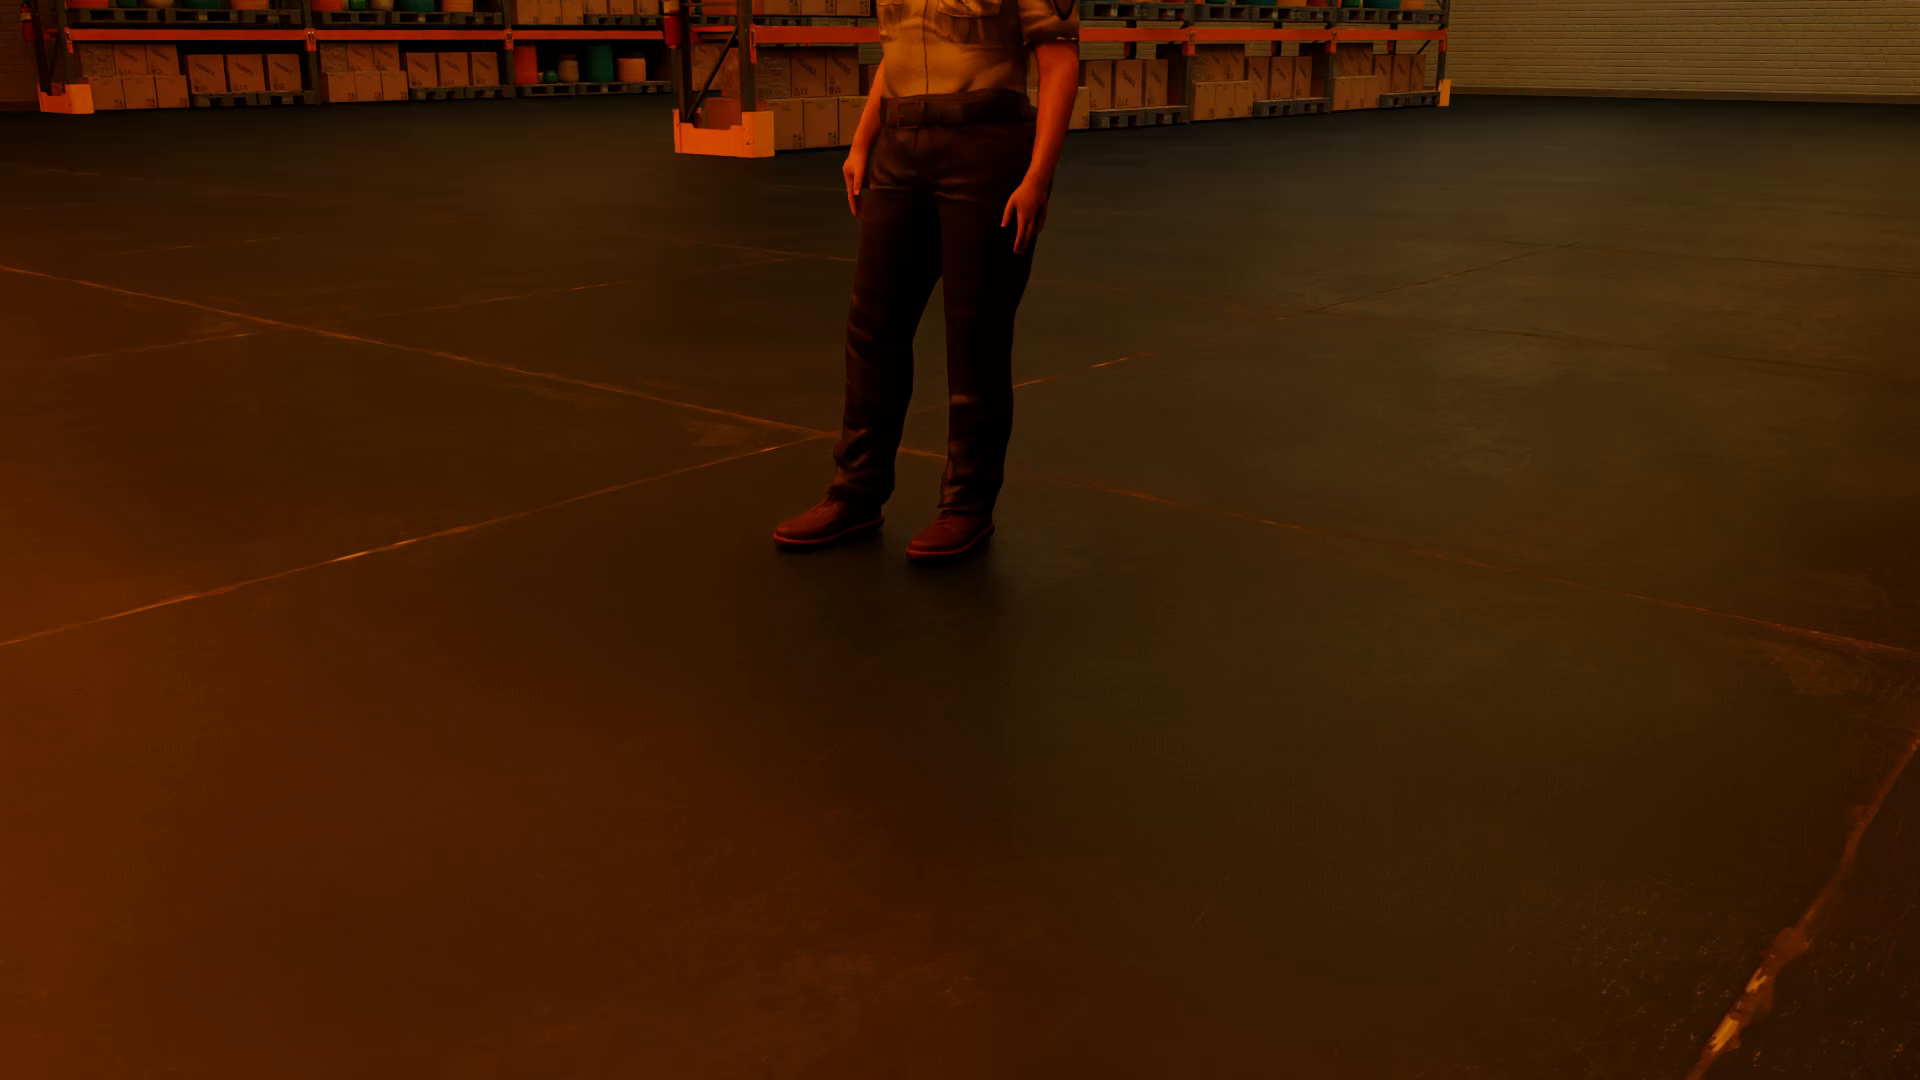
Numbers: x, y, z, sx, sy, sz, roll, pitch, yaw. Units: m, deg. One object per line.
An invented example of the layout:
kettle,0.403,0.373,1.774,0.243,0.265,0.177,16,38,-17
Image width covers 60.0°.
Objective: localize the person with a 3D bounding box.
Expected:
person,-0.075,-0.779,3.648,0.598,1.651,0.502,13,21,37
